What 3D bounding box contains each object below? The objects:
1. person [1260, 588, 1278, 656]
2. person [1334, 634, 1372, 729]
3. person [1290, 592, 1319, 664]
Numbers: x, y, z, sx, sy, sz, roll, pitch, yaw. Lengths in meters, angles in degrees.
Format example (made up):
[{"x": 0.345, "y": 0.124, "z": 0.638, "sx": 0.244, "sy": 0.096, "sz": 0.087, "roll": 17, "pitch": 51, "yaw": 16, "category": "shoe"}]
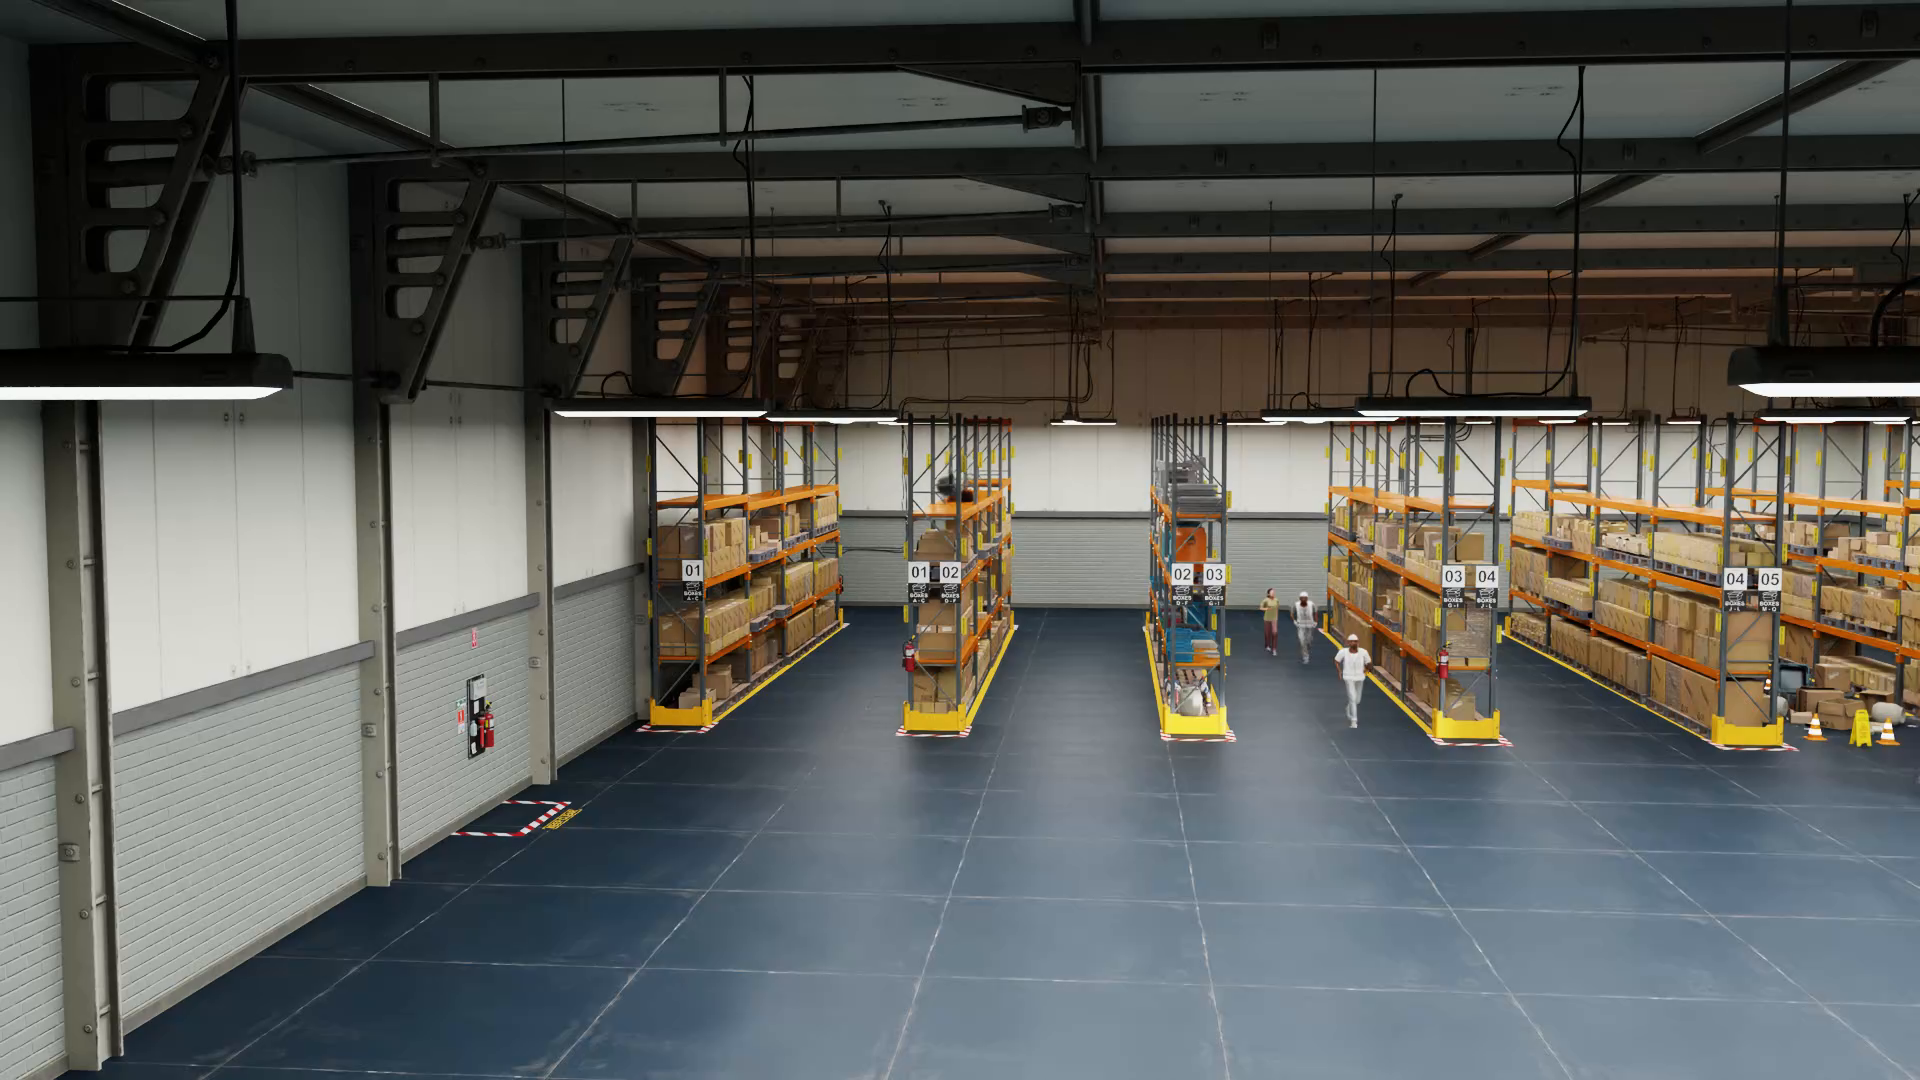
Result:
[{"x": 7.833, "y": 2.069, "z": 42.104, "sx": 0.544, "sy": 1.733, "sz": 0.736, "roll": 0, "pitch": 4, "yaw": -4, "category": "person"}, {"x": 7.587, "y": 2.691, "z": 32.026, "sx": 0.691, "sy": 1.766, "sz": 0.874, "roll": 0, "pitch": 4, "yaw": 1, "category": "person"}, {"x": 8.432, "y": 2.134, "z": 40.769, "sx": 0.692, "sy": 1.762, "sz": 0.902, "roll": 0, "pitch": 4, "yaw": 4, "category": "person"}]
